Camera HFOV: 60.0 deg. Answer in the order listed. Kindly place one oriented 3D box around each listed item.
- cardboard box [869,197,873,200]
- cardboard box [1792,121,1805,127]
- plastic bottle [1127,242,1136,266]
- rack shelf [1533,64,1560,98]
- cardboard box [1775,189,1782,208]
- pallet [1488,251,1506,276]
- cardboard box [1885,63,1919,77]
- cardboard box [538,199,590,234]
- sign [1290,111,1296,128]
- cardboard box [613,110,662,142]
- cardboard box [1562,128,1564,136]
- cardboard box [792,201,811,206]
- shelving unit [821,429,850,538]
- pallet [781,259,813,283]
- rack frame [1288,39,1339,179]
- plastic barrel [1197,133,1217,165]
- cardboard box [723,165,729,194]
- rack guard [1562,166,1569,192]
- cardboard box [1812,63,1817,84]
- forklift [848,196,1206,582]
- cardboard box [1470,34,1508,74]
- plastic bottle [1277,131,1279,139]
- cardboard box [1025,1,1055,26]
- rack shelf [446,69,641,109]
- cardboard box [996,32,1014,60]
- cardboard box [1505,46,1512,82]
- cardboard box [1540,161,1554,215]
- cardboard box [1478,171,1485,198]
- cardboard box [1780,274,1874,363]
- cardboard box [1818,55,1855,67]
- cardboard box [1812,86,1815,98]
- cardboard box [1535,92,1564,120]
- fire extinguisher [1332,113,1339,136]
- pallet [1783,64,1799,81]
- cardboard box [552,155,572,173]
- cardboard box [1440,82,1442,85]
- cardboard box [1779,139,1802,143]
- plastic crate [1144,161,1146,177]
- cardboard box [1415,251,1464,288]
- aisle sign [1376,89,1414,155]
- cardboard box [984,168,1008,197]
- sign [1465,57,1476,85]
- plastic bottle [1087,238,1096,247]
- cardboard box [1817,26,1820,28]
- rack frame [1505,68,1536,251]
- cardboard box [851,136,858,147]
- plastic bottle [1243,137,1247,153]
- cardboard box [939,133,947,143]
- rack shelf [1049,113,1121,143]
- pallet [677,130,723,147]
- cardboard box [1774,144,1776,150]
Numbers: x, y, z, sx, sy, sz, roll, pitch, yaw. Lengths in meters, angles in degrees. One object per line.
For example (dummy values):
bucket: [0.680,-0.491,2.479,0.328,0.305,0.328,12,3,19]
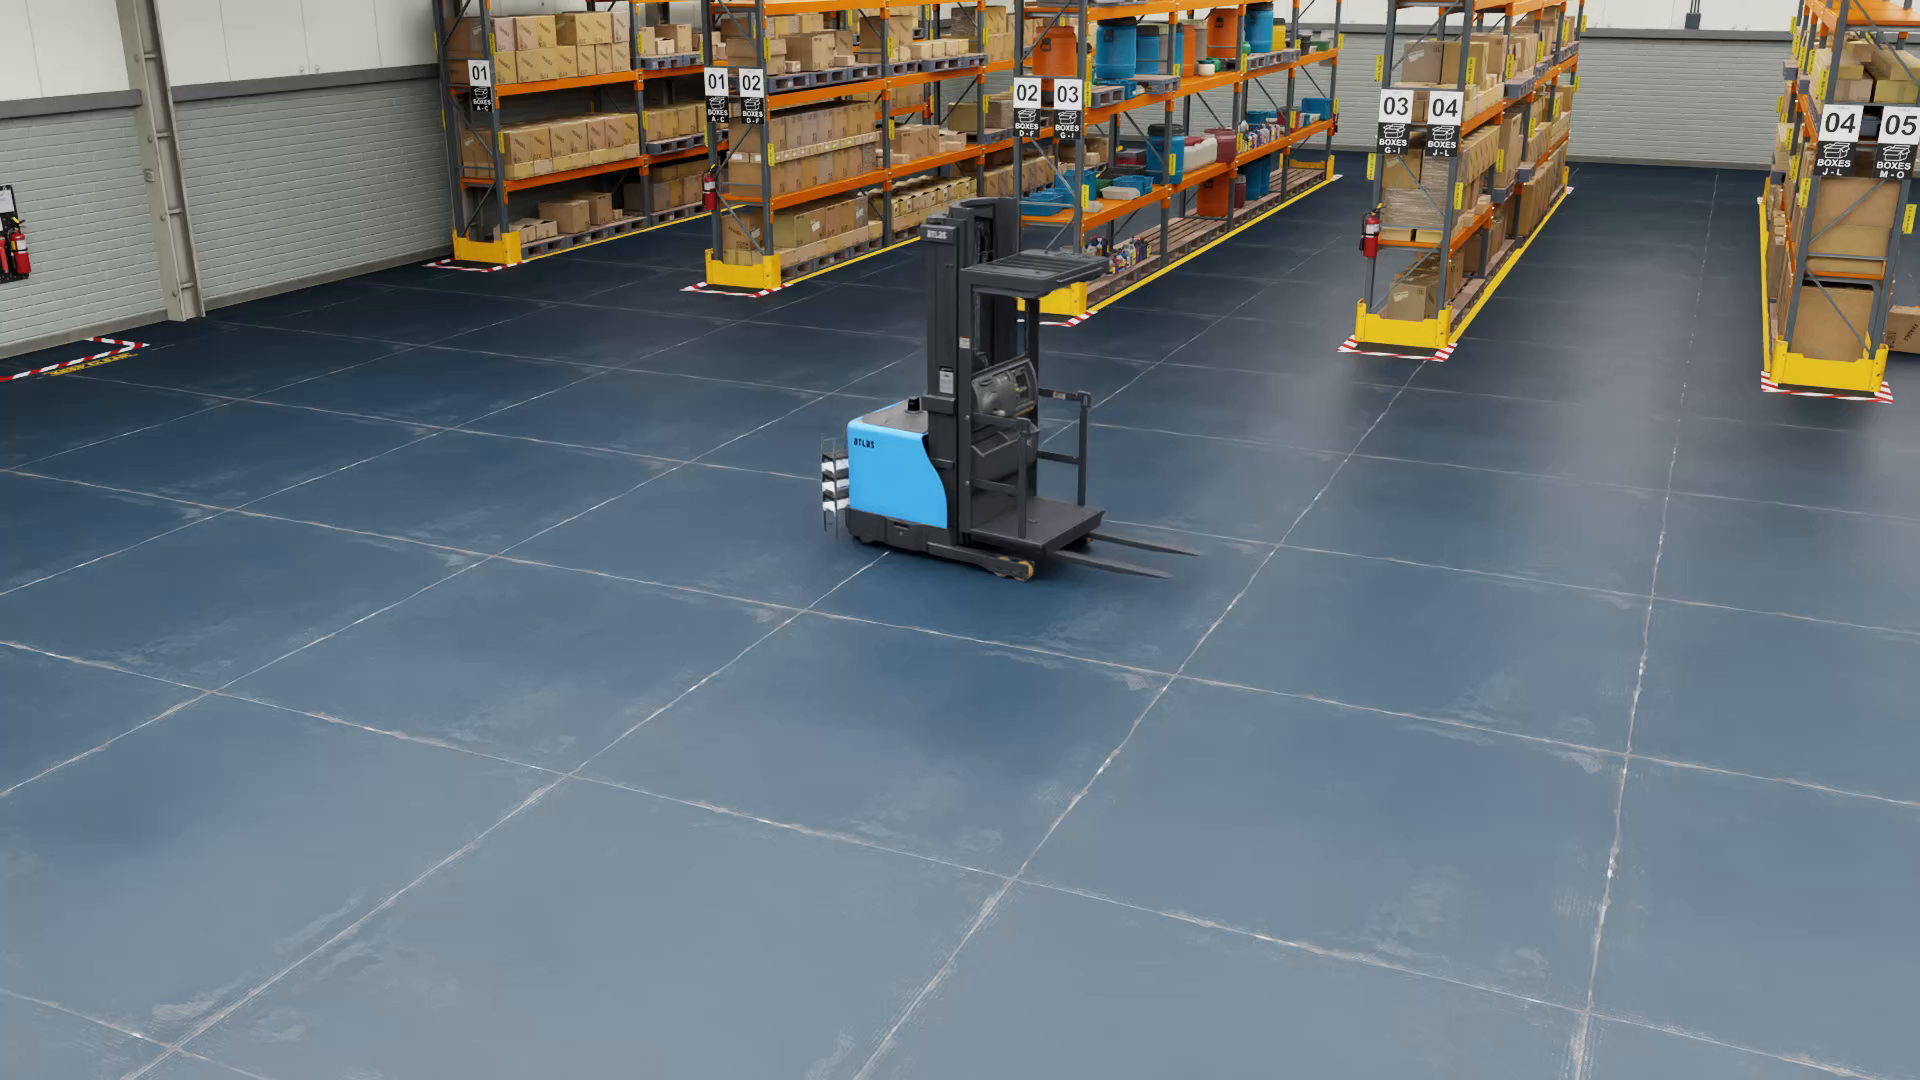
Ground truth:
cardboard box: [-1.760,-5.886,29.183,0.500,0.311,0.500,9,21,23]
cardboard box: [15.072,-7.304,29.937,0.500,0.500,0.500,9,21,23]
plastic bottle: [2.642,-4.441,25.777,0.144,0.351,0.185,8,21,22]
rack shelf: [9.829,-8.105,29.378,1.077,0.370,4.000,9,21,23]
cardboard box: [14.160,-5.796,28.273,0.500,0.250,0.500,9,22,25]
pallet: [8.188,-4.495,26.792,1.003,0.211,1.213,9,21,23]
cardboard box: [10.853,-5.390,19.082,0.380,0.149,0.250,8,21,22]
cardboard box: [-6.878,-5.633,28.904,0.700,0.500,0.500,7,21,19]
sign: [6.631,-8.376,33.130,0.100,0.325,0.005,9,21,23]
cardboard box: [-5.945,-7.640,30.670,0.700,0.500,0.500,9,21,23]
cardboard box: [11.918,-8.200,33.425,0.380,0.149,0.250,9,21,23]
cardboard box: [-2.752,-5.255,27.125,0.500,0.500,0.500,9,21,23]
shelving unit: [-1.043,-0.492,14.509,0.258,0.900,0.210,-13,23,-33]
pallet: [-3.027,-4.259,26.131,1.003,0.211,1.213,9,21,23]
rack frame: [7.768,-9.544,36.829,1.000,3.000,0.127,9,21,23]
plastic barrel: [4.265,-6.807,28.967,0.421,0.512,0.421,0,20,0]
cardboard box: [-4.794,-7.260,33.481,0.700,0.500,0.500,9,21,23]
rack guard: [12.296,-7.694,35.357,1.175,0.500,0.348,9,21,23]
cardboard box: [11.195,-5.947,21.241,0.500,0.250,0.500,8,21,22]
forklift: [0.546,-1.244,13.592,3.031,2.935,1.130,12,23,31]
cardboard box: [7.421,-6.860,23.465,0.500,0.500,0.500,8,21,21]
plastic bottle: [6.241,-8.024,32.850,0.097,0.201,0.097,0,20,0]
cardboard box: [1.776,-11.087,35.051,0.700,0.500,0.500,9,21,23]
rack shelf: [-7.004,-7.698,28.235,1.077,0.370,4.000,9,21,23]
cardboard box: [0.544,-9.693,32.620,0.910,0.500,0.500,9,21,23]
cardboard box: [7.655,-6.986,24.378,0.797,0.503,0.637,7,21,20]
cardboard box: [10.404,-6.640,31.207,1.225,0.875,0.875,9,21,23]
cardboard box: [7.132,-5.254,24.173,0.875,0.500,0.500,9,21,23]
cardboard box: [10.435,-2.675,20.058,0.875,0.875,0.875,9,21,23]
cardboard box: [10.774,-5.870,20.432,0.380,0.149,0.250,8,21,22]
cardboard box: [10.982,-5.649,20.998,0.380,0.149,0.250,8,21,22]
cardboard box: [11.495,-8.485,32.512,0.500,0.500,0.500,8,21,21]
fire extinguisher: [8.244,-9.316,36.858,0.296,0.674,0.183,9,21,23]
pallet: [14.360,-7.763,27.626,1.213,0.211,1.003,9,21,23]
cardboard box: [-6.919,-6.372,28.104,0.500,0.250,0.500,8,21,22]
cardboard box: [6.257,-6.106,22.313,0.380,0.149,0.250,7,21,20]
cardboard box: [13.381,-6.356,26.726,0.380,0.149,0.250,8,21,22]
plastic crate: [3.022,-6.248,27.585,0.392,0.384,0.575,9,21,23]
cardboard box: [6.944,-3.923,24.128,0.500,0.500,0.500,17,26,40]
aisle sign: [5.435,-5.220,20.791,0.394,0.787,0.004,9,21,23]
cardboard box: [0.631,-7.070,32.945,0.500,0.500,0.500,8,21,21]
sign: [6.229,-5.724,20.306,0.100,0.325,0.005,9,21,23]
plastic bottle: [2.067,-4.587,26.188,0.144,0.351,0.185,8,21,20]
cardboard box: [16.309,-9.776,31.886,0.380,0.149,0.250,9,22,25]
rack frame: [9.010,-6.419,28.041,1.000,3.000,0.127,9,21,23]
cardboard box: [-1.894,-6.561,27.322,0.380,0.149,0.250,9,21,23]
plastic bottle: [5.250,-7.308,30.714,0.061,0.283,0.133,9,21,23]
cardboard box: [-0.569,-7.490,31.187,0.500,0.311,0.500,8,21,22]
rack shelf: [2.431,-9.274,37.144,1.077,0.370,4.000,9,21,23]
pallet: [-5.320,-7.757,32.089,1.003,0.211,1.213,9,21,23]
cardboard box: [14.337,-6.791,28.836,0.380,0.149,0.250,9,21,23]
